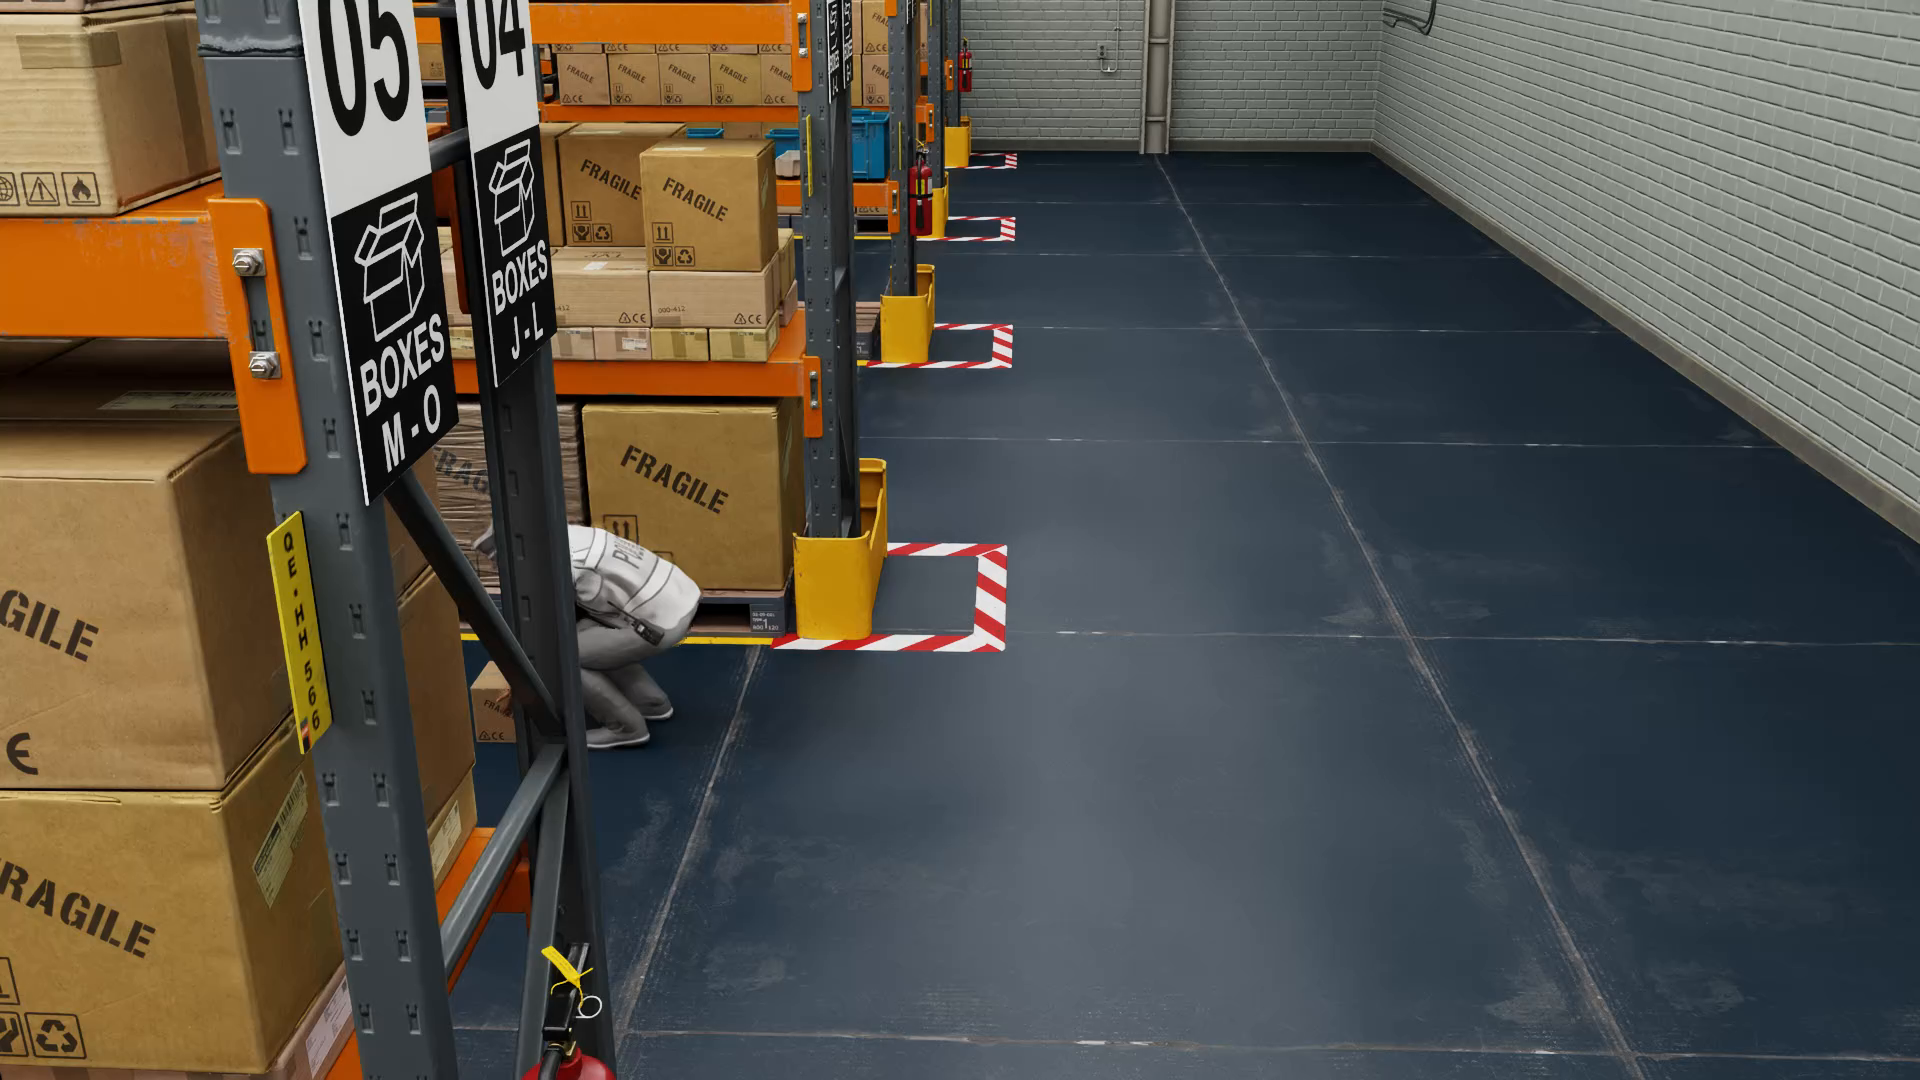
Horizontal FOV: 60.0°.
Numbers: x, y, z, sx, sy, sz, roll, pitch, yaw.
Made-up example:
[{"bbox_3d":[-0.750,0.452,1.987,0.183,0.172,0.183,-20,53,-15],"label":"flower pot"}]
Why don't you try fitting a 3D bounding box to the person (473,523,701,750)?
[{"bbox_3d":[-1.474,0.336,6.656,0.854,0.988,0.484,1,21,2],"label":"person"}]
